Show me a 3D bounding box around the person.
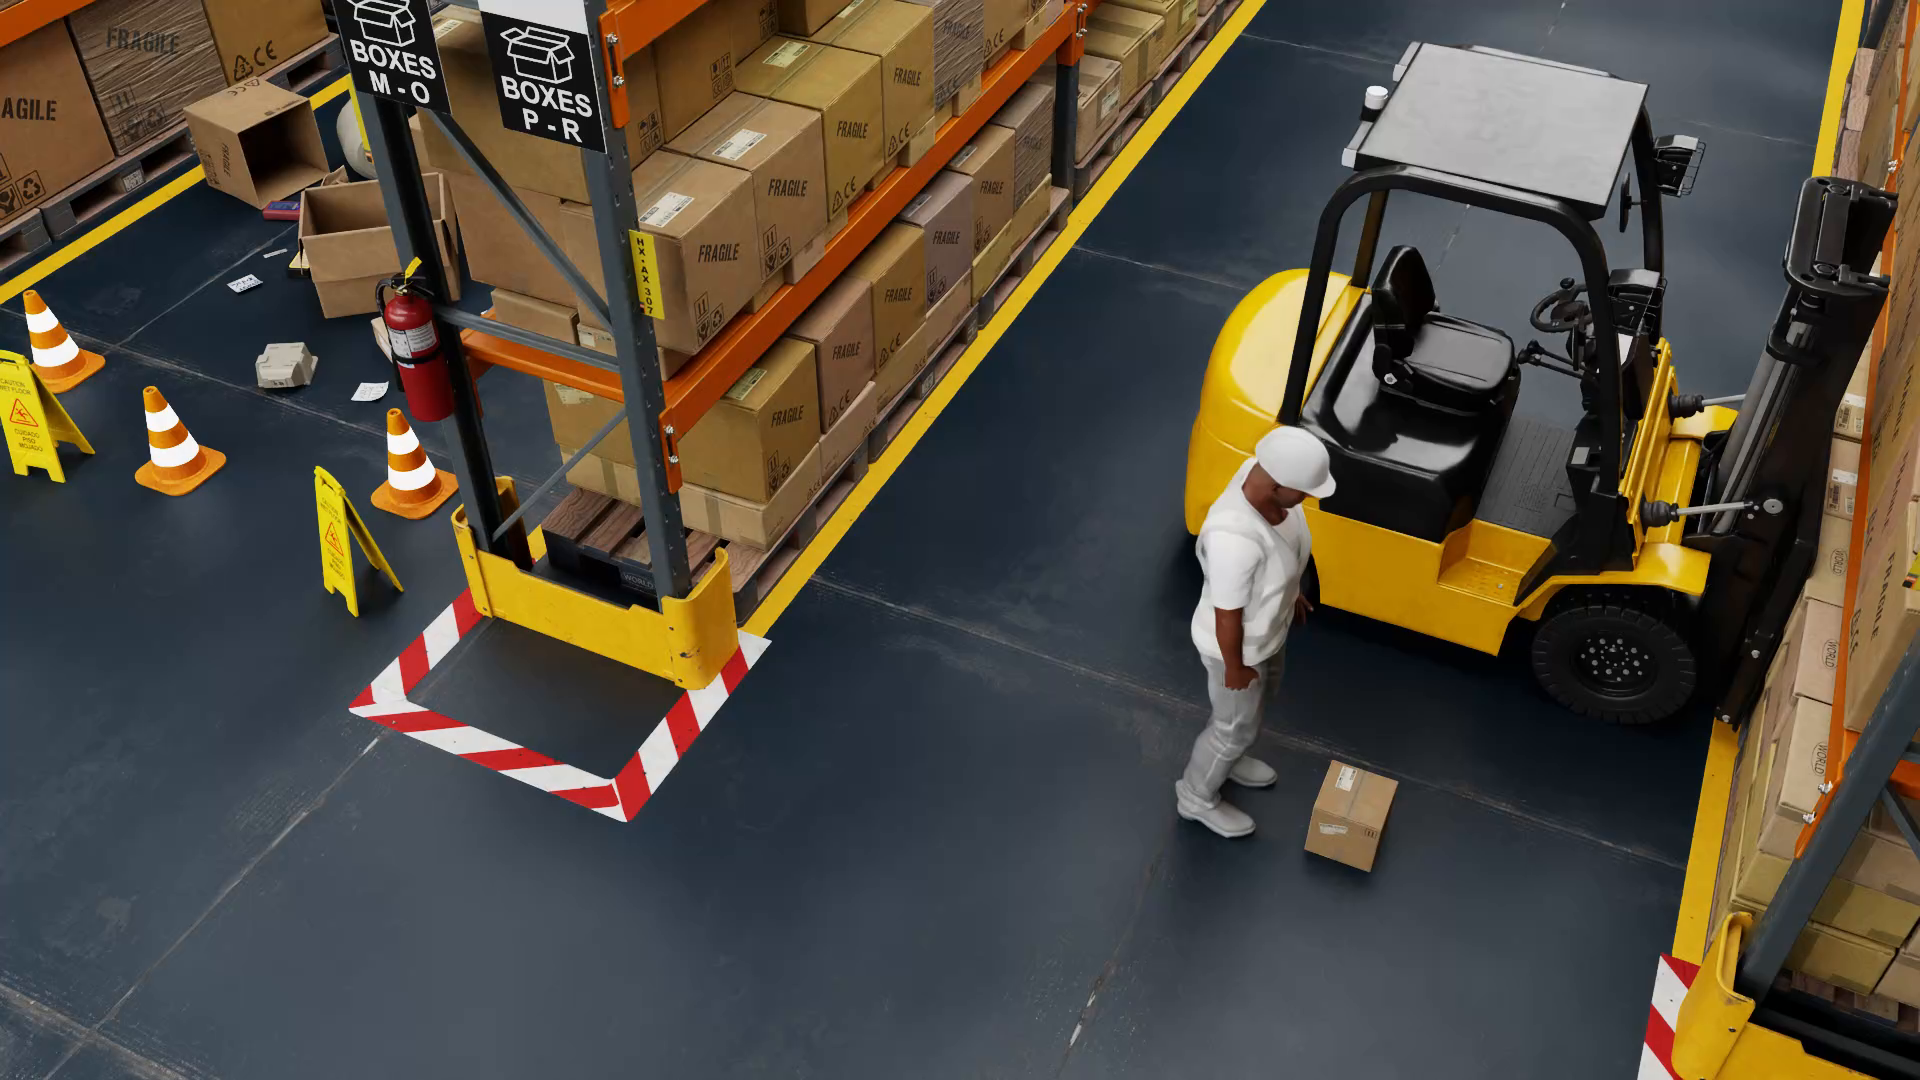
[{"bbox_3d":[1.018,0.302,5.813,0.384,1.751,0.573,18,45,19],"label":"person"}]
